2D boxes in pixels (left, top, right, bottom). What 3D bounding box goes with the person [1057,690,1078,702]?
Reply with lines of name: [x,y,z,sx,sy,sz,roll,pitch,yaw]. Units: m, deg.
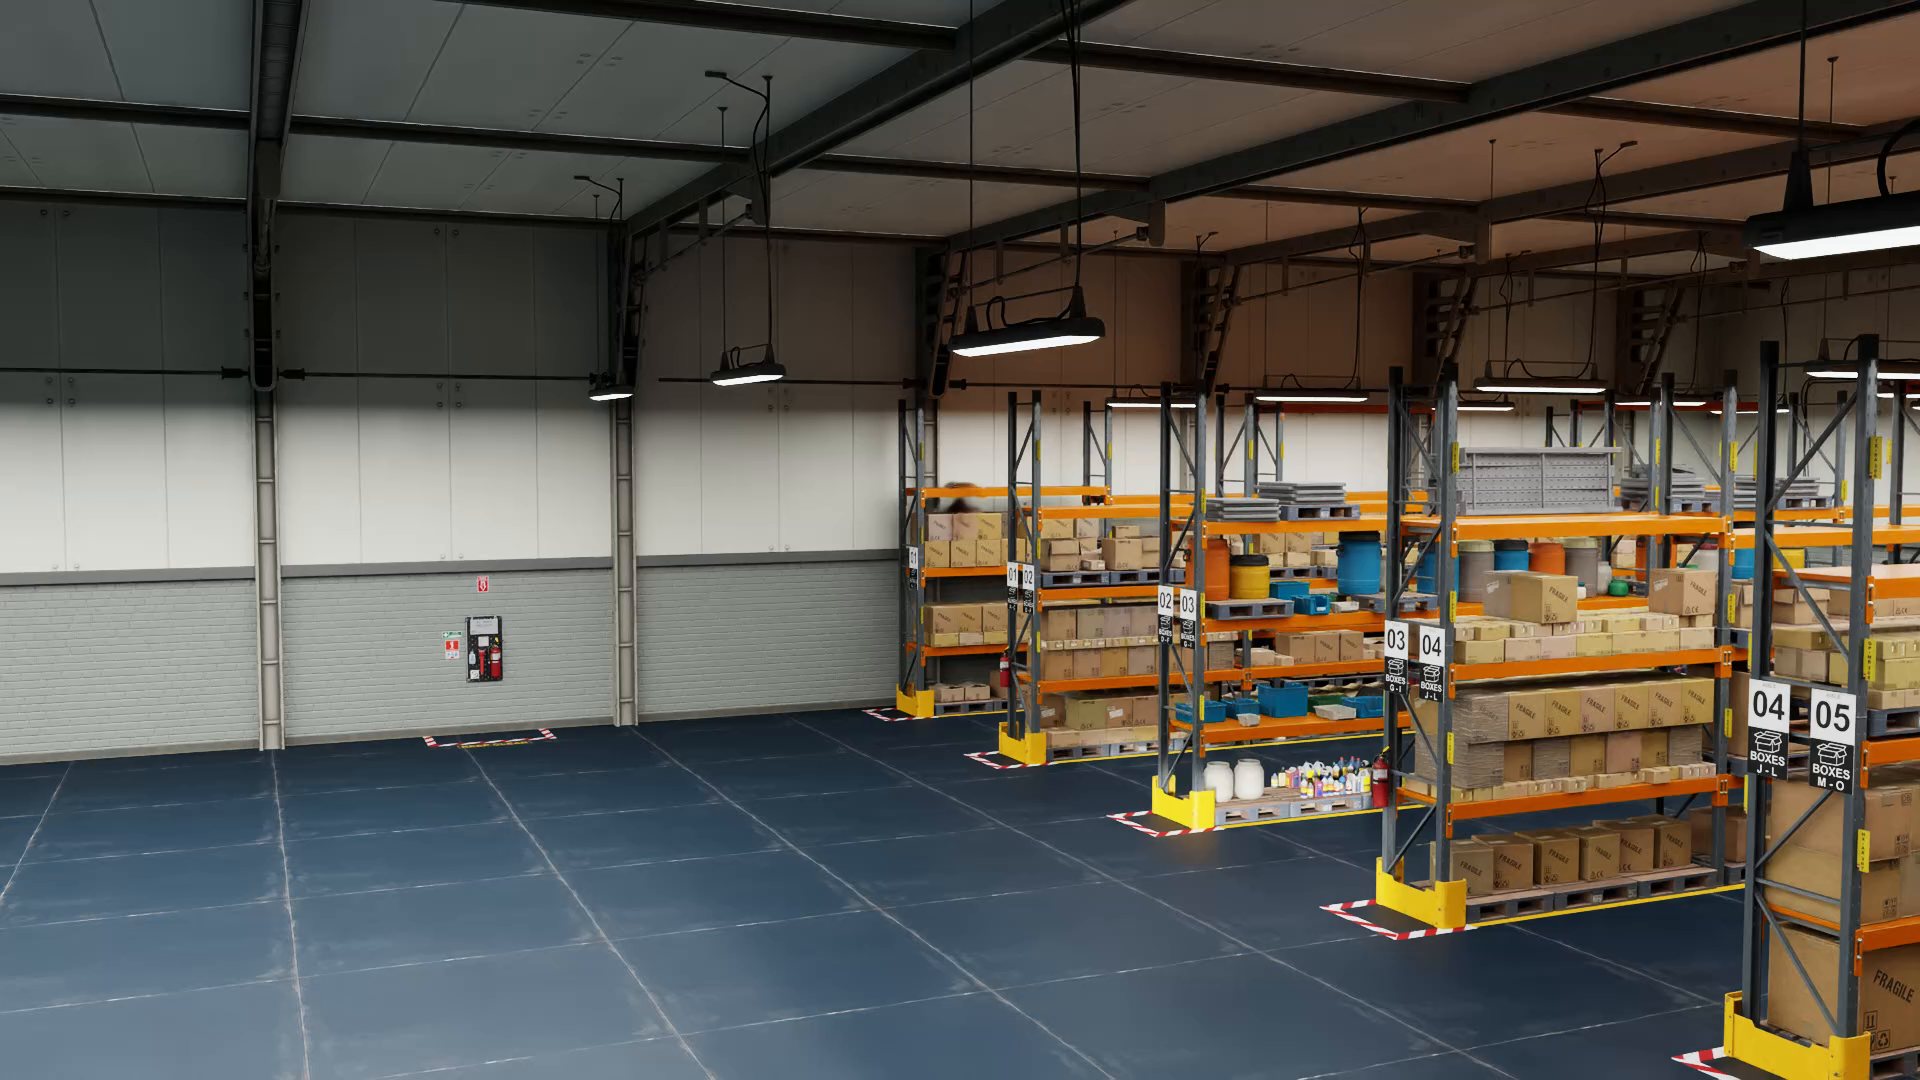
person: [1.906,2.580,29.359,1.045,1.705,0.495,-2,4,-25]

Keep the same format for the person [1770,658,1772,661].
person: [15.380,2.527,31.133,0.665,1.602,0.508,-2,4,-26]
